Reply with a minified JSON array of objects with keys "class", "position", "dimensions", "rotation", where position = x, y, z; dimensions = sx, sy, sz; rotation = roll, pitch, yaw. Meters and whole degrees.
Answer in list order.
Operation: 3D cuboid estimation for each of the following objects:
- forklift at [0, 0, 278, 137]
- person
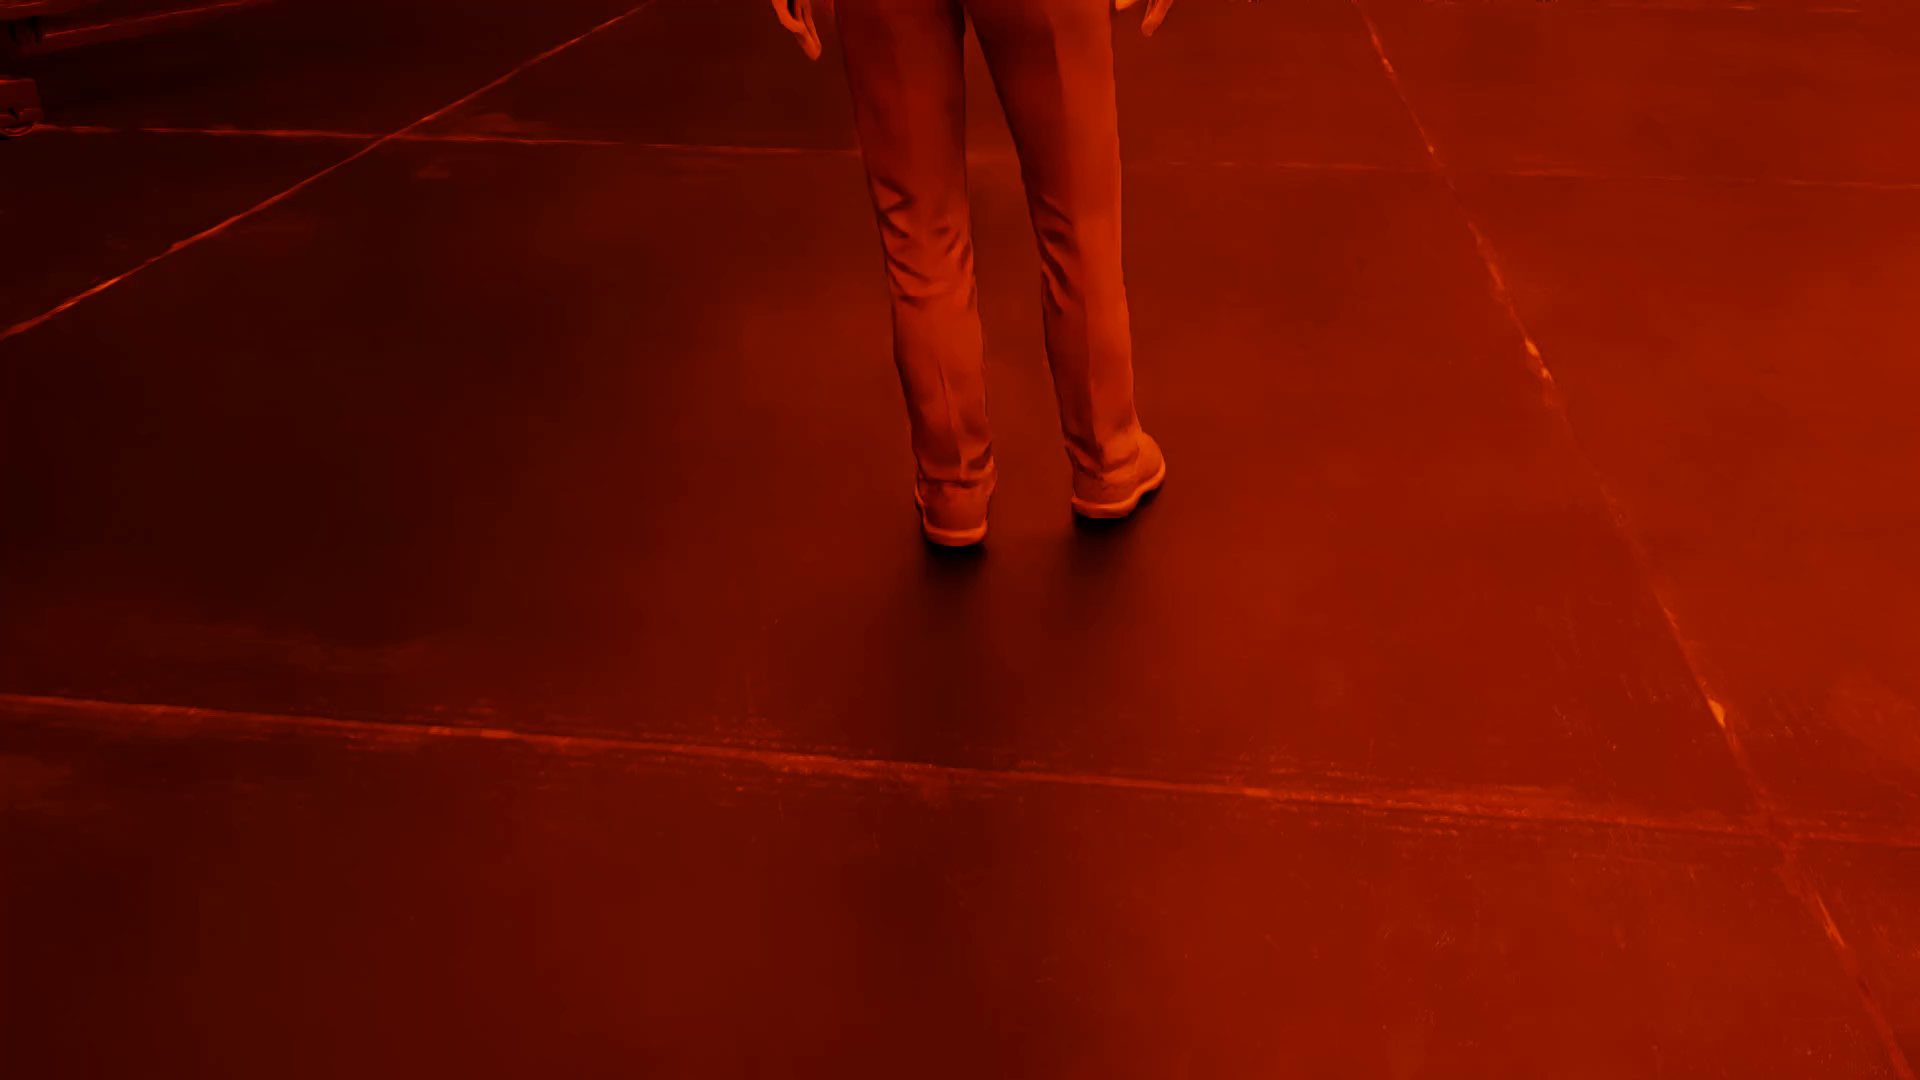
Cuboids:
[{"class":"forklift","position":[-3.357,-2.494,4.216],"dimensions":[1.130,2.935,3.031],"rotation":[13,29,24]},{"class":"person","position":[0.016,-0.795,2.178],"dimensions":[0.586,1.695,0.533],"rotation":[3,27,7]}]
